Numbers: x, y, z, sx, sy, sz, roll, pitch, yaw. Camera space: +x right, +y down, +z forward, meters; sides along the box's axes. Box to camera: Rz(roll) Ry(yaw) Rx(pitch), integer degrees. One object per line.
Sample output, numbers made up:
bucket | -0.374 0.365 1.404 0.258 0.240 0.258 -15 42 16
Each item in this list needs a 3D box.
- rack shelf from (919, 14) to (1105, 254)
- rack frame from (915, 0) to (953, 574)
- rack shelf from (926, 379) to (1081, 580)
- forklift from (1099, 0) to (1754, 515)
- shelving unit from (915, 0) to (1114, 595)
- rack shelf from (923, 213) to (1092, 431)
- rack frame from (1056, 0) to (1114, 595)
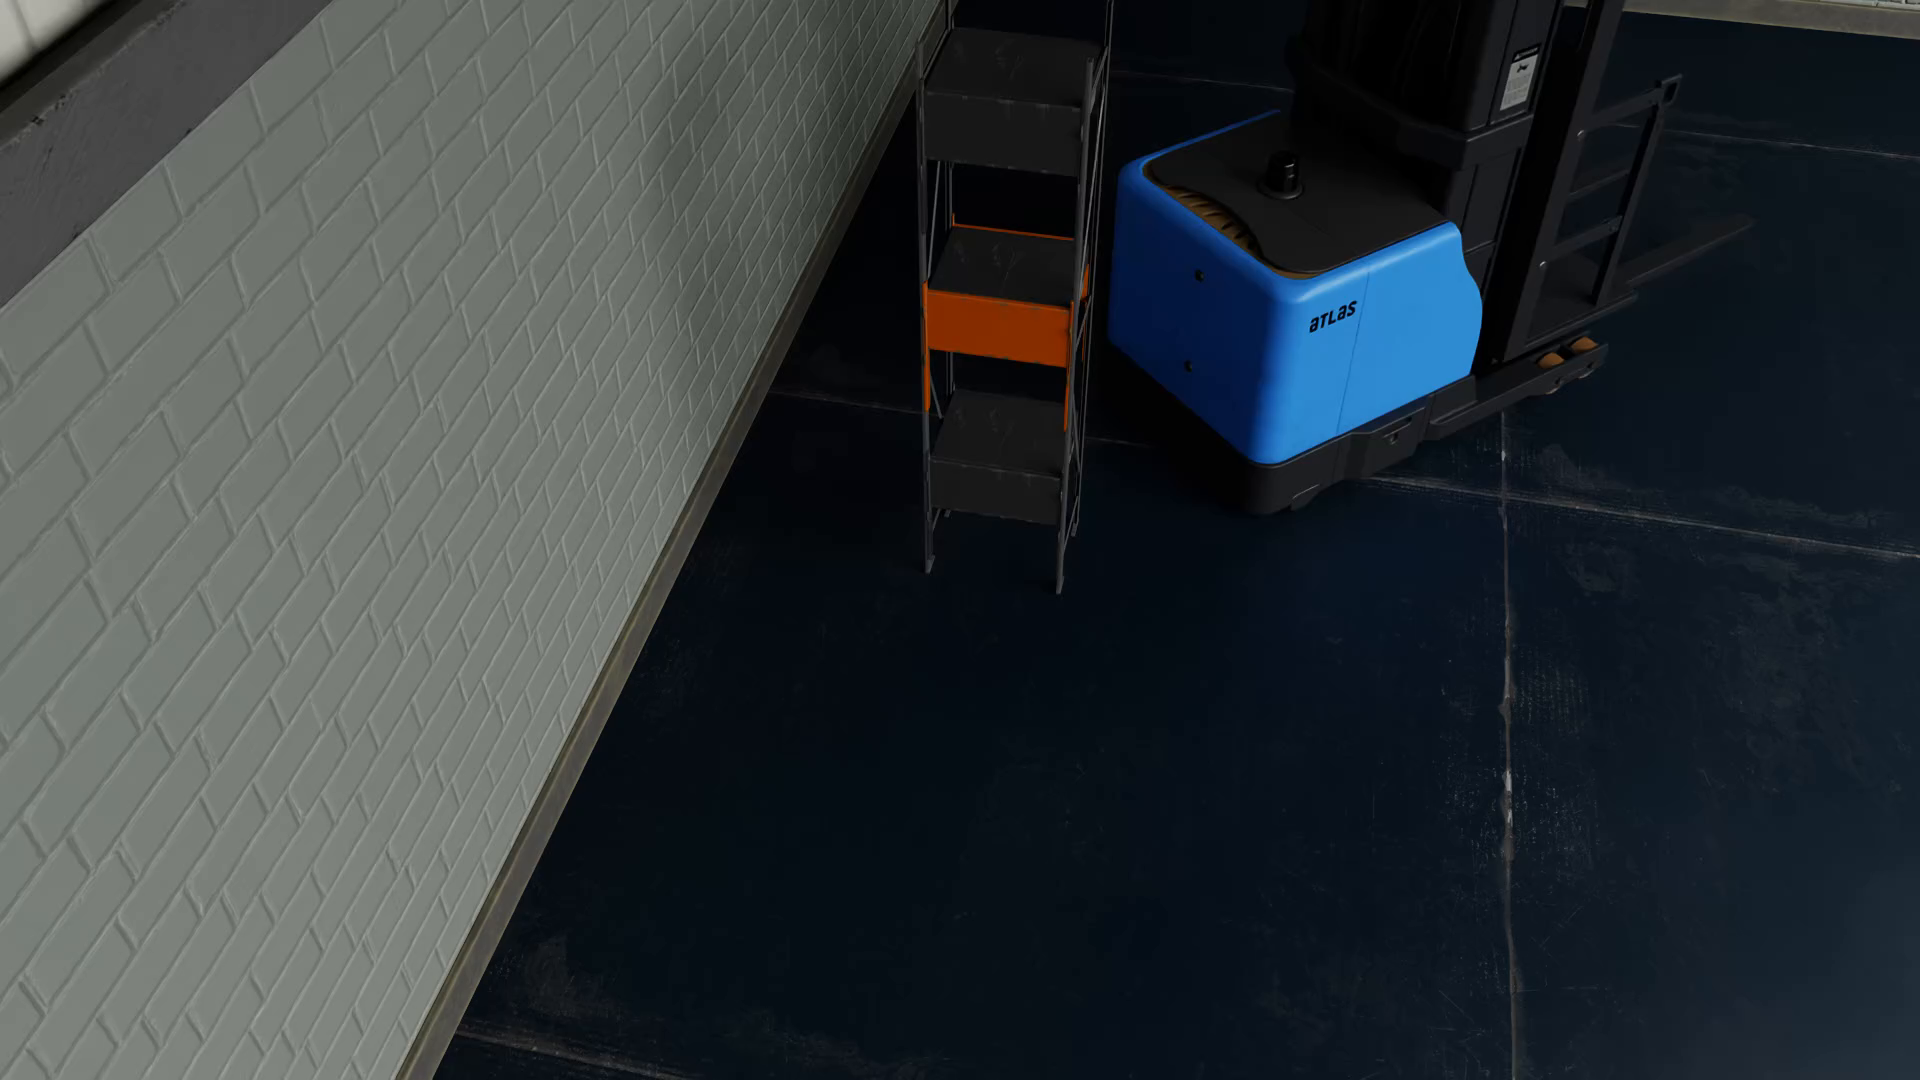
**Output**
rack shelf | 0.162 -1.226 5.020 0.480 0.518 0.431 9 45 9
rack frame | -0.077 -0.768 5.534 0.015 2.100 0.400 9 45 9
rack shelf | 0.162 -0.217 5.991 0.480 0.518 0.431 9 45 9
forklift | 2.087 -1.945 6.157 3.031 2.935 1.130 -24 49 -23
shelving unit | 0.162 -0.731 5.496 0.503 2.100 0.431 9 45 9
rack shelf | 0.162 -0.722 5.505 0.480 0.518 0.431 9 45 9
rack frame | 0.400 -0.694 5.457 0.015 2.100 0.400 9 45 9
